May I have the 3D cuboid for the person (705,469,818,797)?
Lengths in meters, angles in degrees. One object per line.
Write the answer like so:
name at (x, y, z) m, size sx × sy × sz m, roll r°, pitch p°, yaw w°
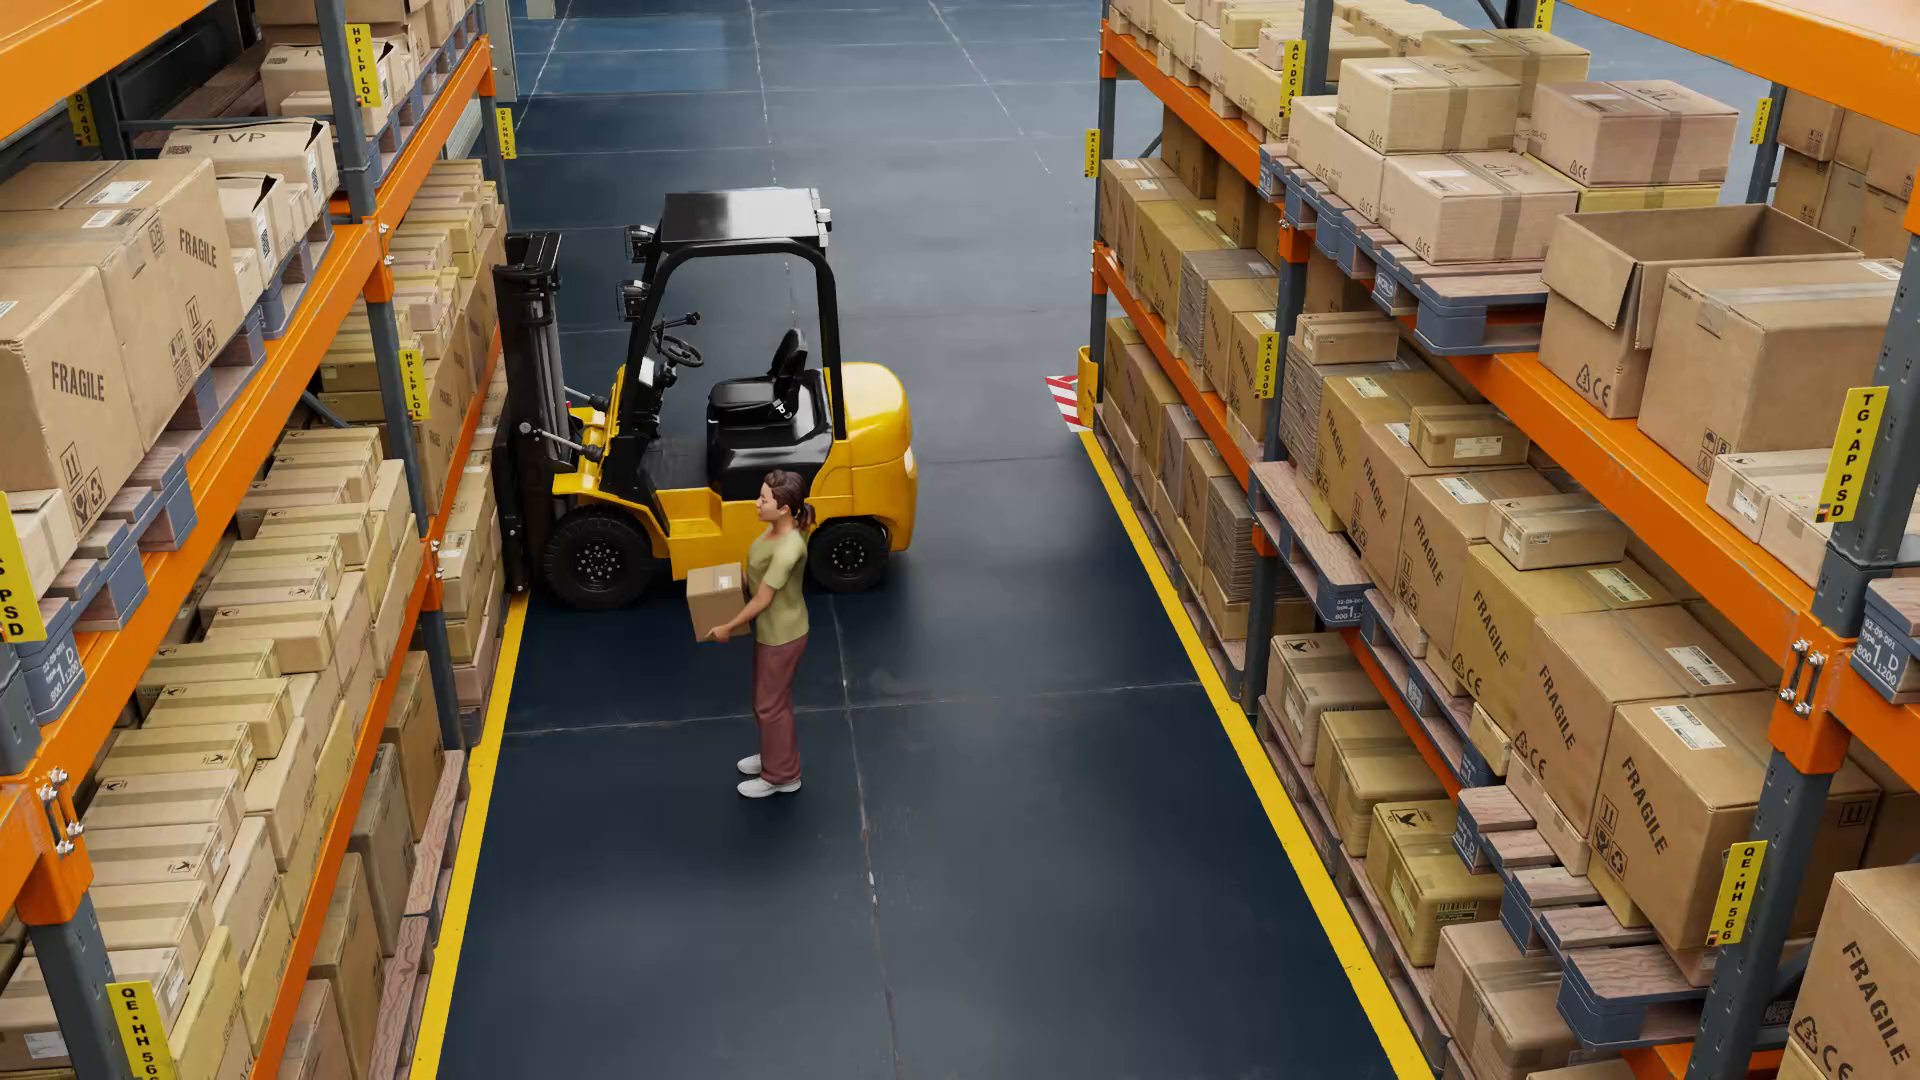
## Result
person at (-0.913, 0.439, 7.780) m, size 0.547 × 1.666 × 0.426 m, roll -3°, pitch 27°, yaw -6°
